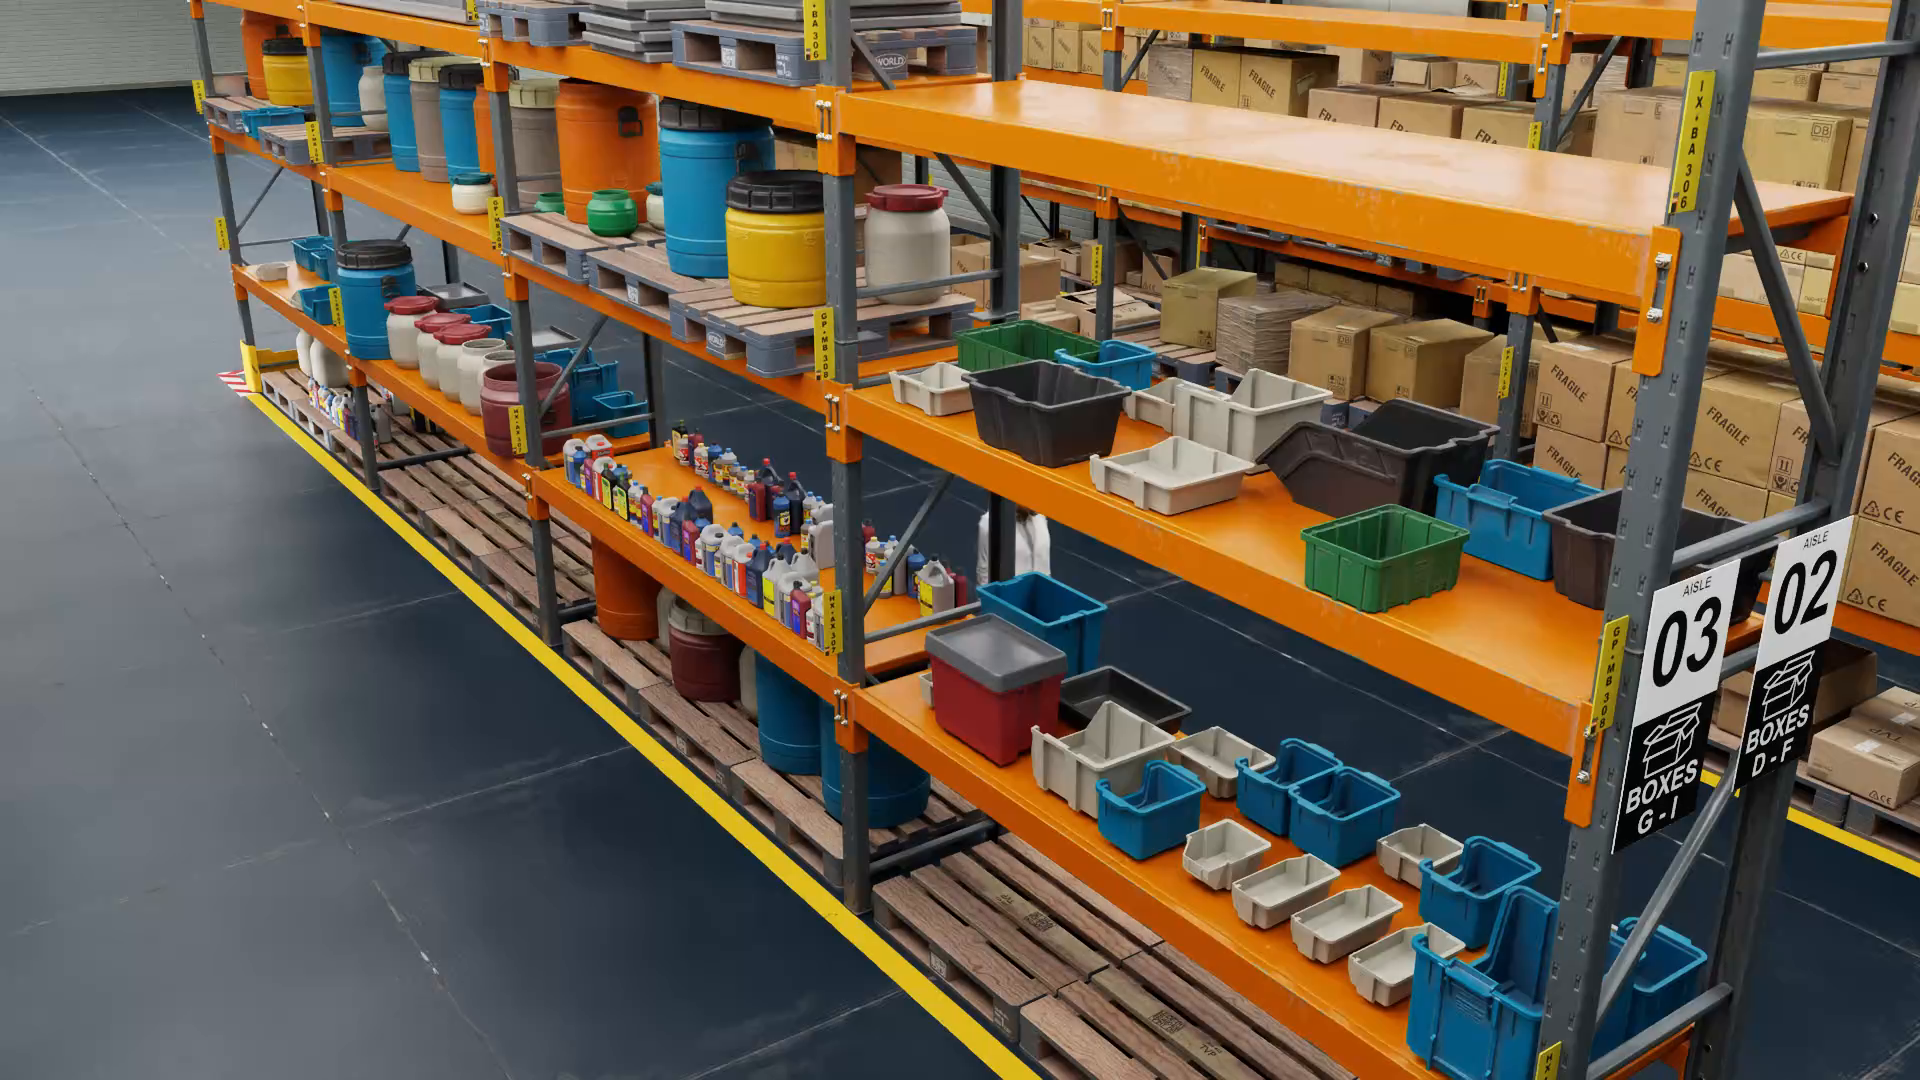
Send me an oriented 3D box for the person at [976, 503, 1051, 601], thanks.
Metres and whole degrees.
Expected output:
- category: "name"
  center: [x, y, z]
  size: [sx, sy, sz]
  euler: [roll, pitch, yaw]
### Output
- category: "person"
  center: [0.361, 0.394, 10.018]
  size: [0.555, 1.767, 0.683]
  euler: [-14, 25, -32]
